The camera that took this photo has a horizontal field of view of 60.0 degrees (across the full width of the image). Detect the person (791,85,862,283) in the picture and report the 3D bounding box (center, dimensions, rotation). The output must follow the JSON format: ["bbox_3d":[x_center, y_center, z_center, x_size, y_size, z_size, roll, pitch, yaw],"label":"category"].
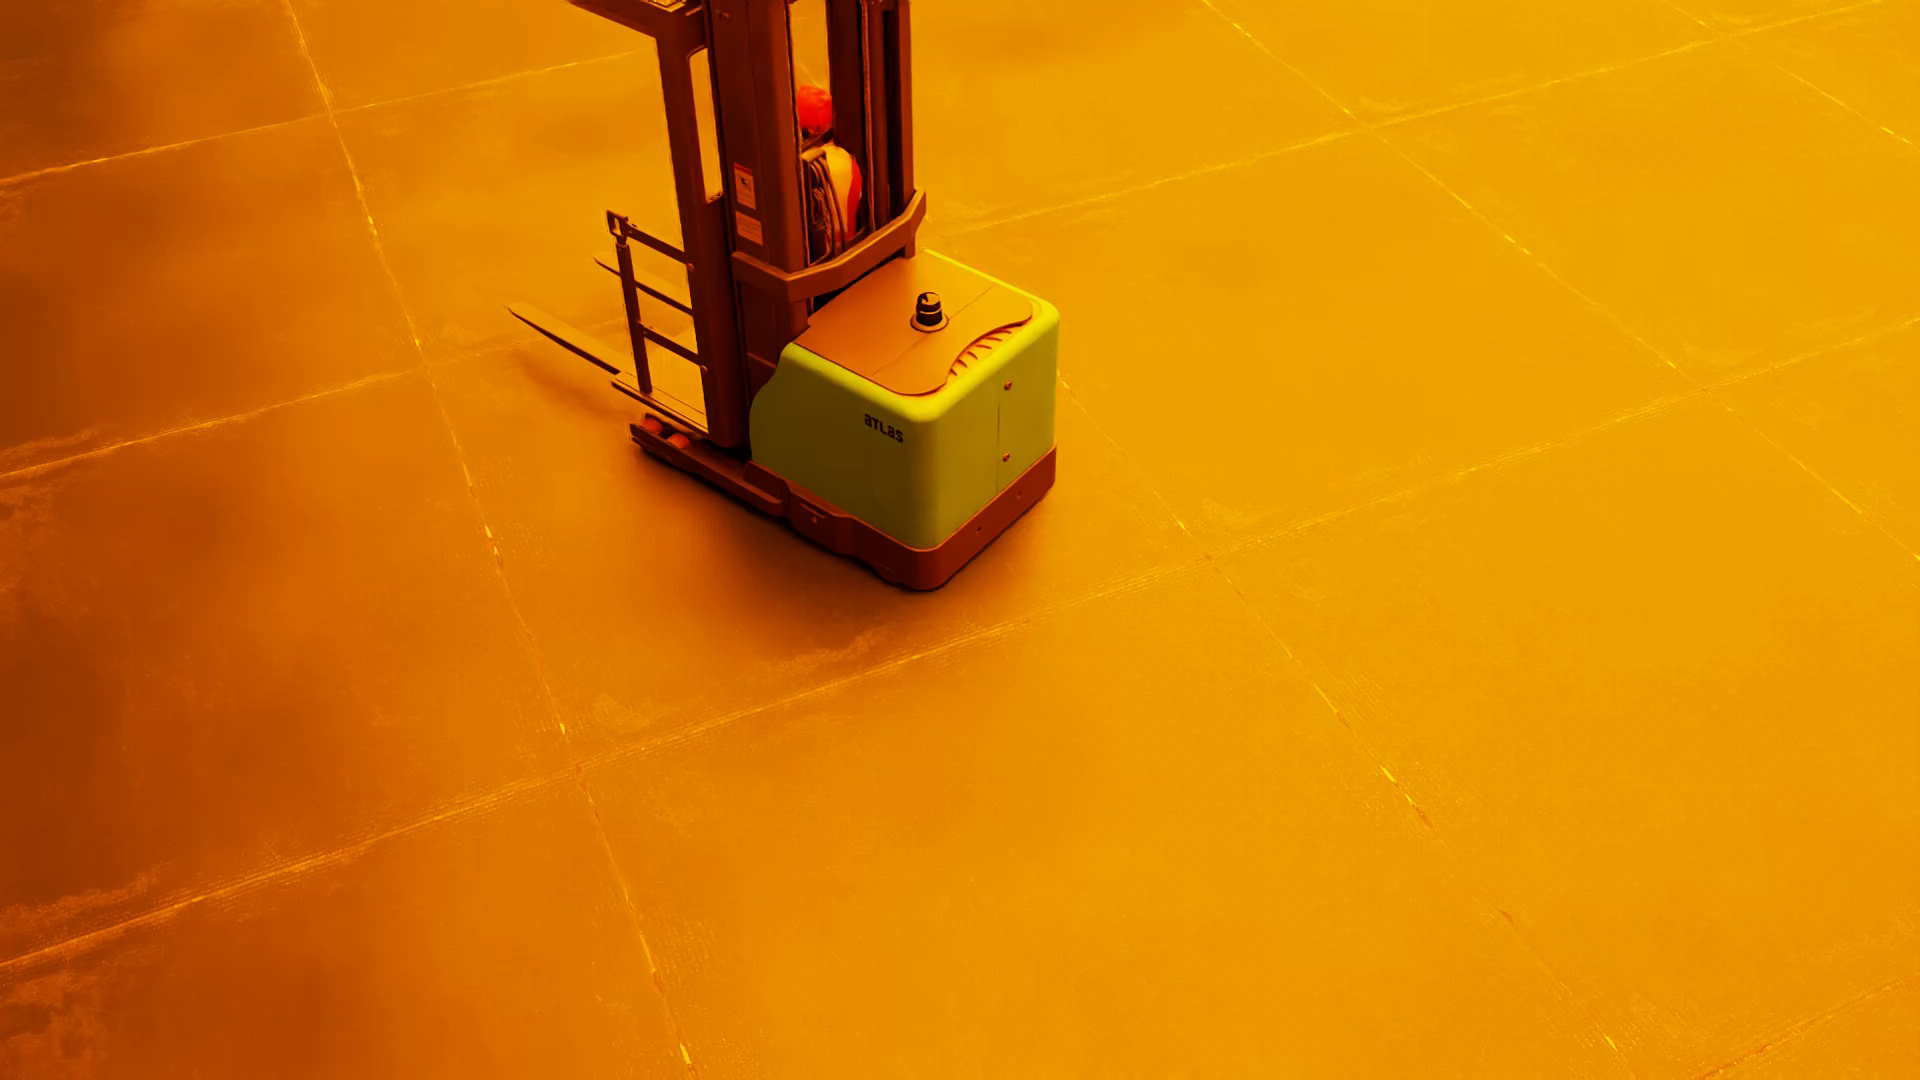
[{"bbox_3d":[-0.578,-1.430,7.988,0.686,1.724,0.936,-4,43,-4],"label":"person"}]

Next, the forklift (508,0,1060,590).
[{"bbox_3d":[-1.010,-1.685,7.486,3.031,2.935,1.130,28,50,27],"label":"forklift"}]
